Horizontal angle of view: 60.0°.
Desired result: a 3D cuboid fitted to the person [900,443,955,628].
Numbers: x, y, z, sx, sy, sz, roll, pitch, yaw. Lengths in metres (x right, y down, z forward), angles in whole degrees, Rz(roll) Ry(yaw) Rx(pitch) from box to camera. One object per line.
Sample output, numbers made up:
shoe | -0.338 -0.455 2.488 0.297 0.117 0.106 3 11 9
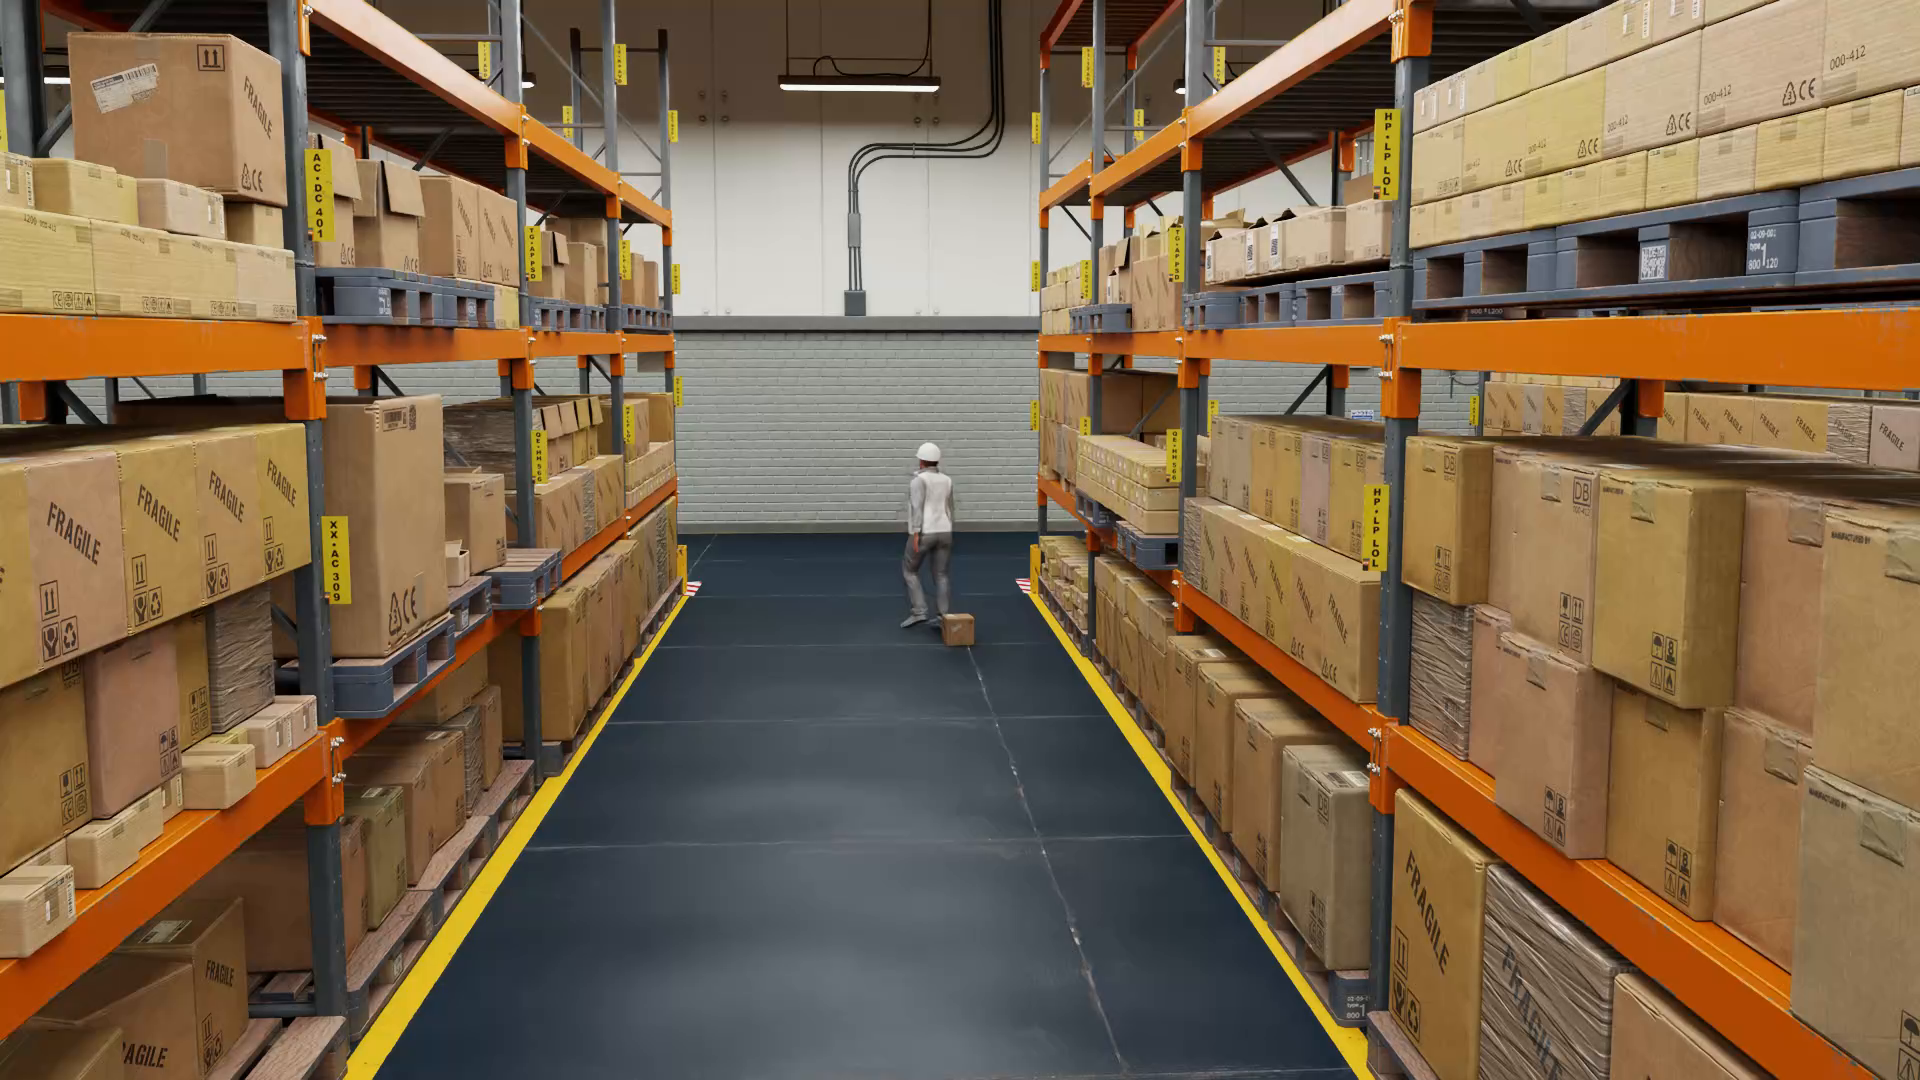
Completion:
person | -0.255 -0.028 15.866 0.563 1.787 0.556 -5 8 -35
